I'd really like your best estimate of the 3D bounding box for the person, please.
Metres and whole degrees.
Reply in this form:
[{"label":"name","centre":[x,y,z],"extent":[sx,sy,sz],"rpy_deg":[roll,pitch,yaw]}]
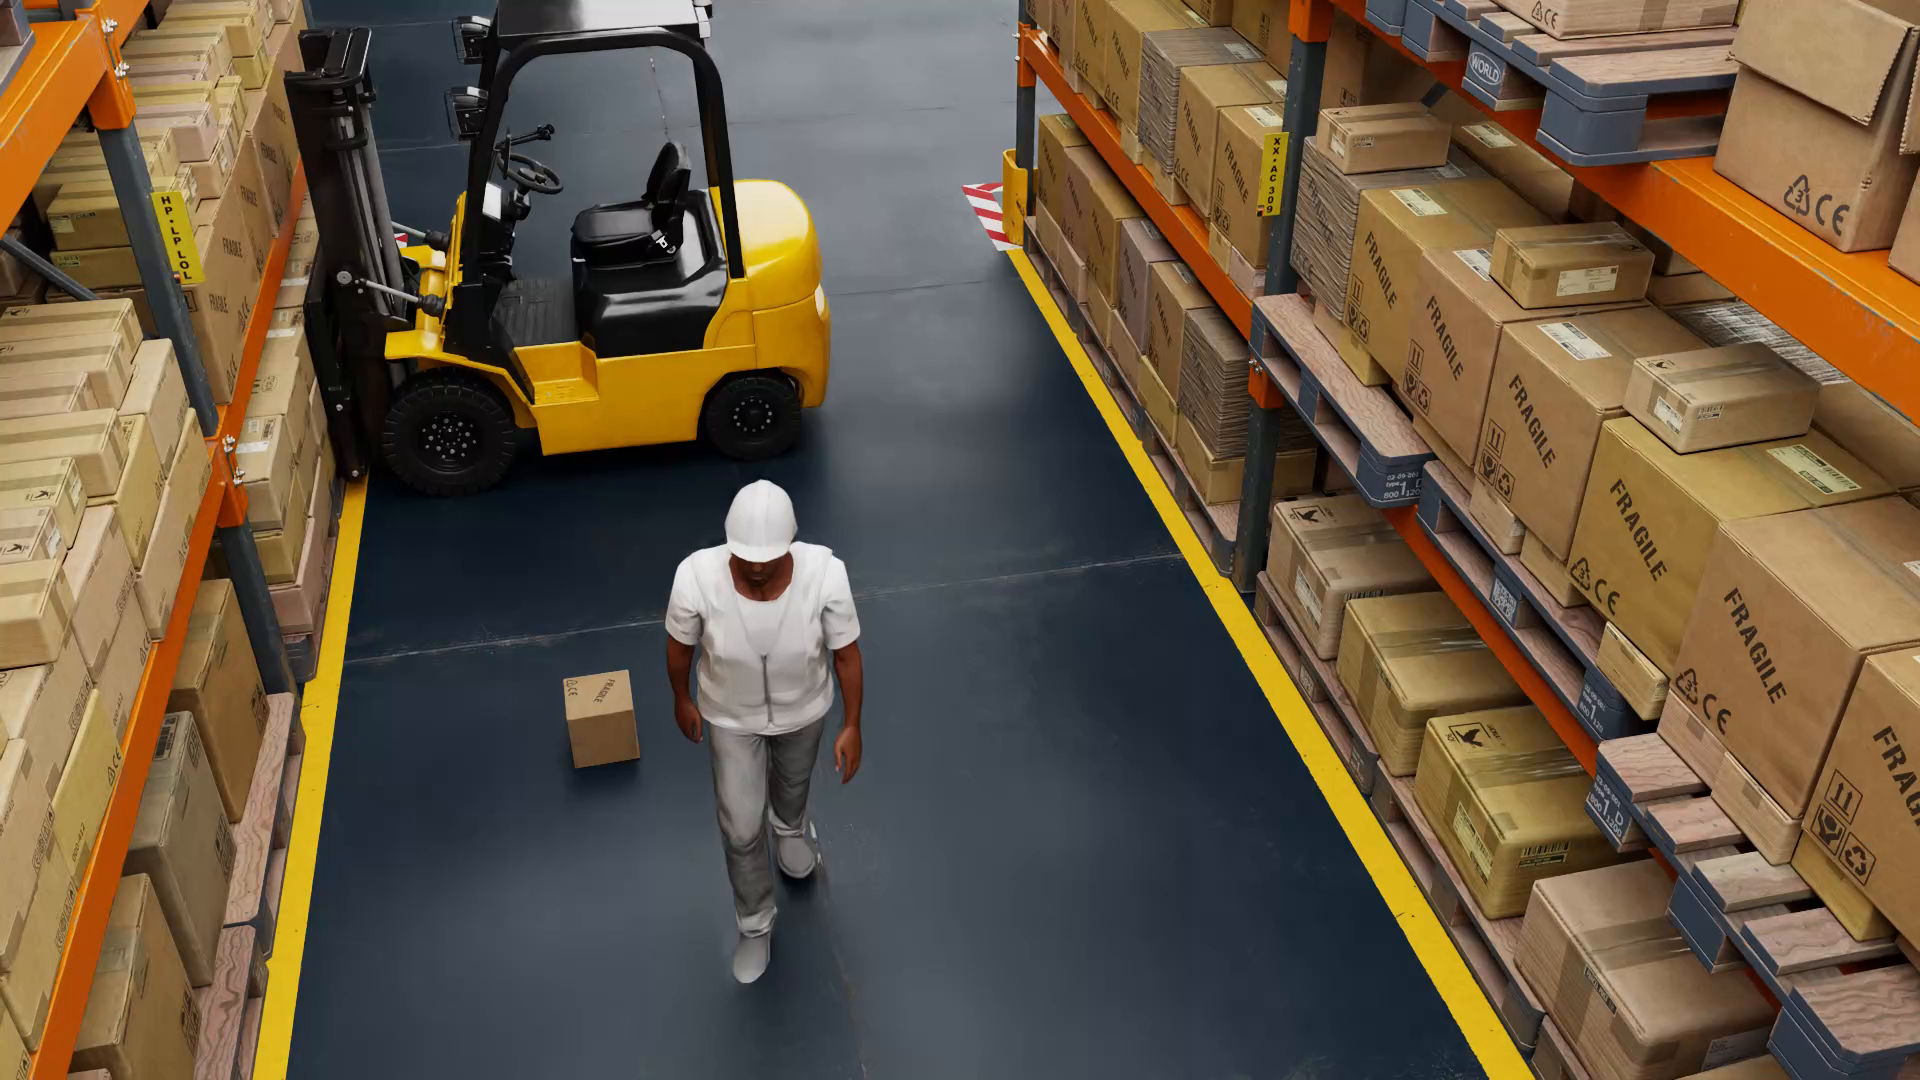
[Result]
[{"label":"person","centre":[-0.615,0.557,5.338],"extent":[0.598,1.820,0.703],"rpy_deg":[-8,35,-11]}]
